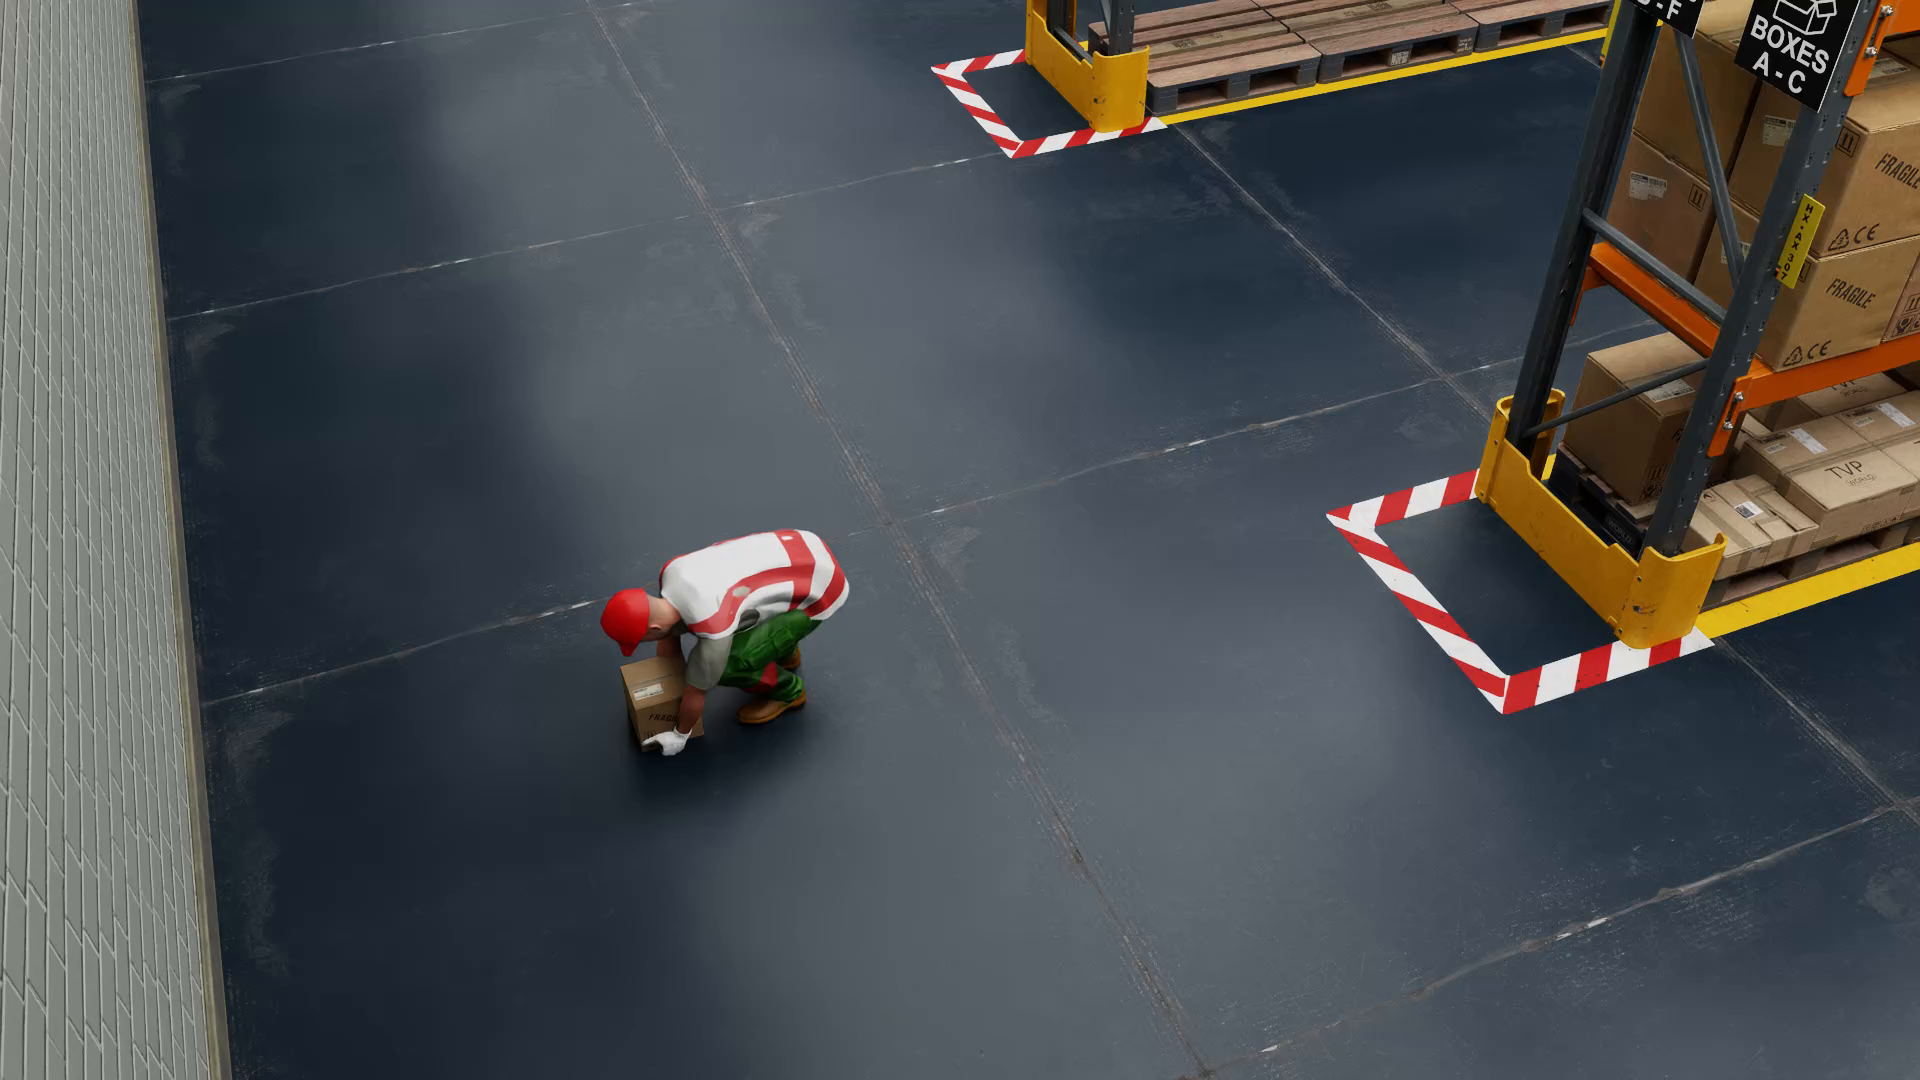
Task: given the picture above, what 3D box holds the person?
[{"bbox_3d":[-0.902,0.372,6.506,0.958,0.799,0.525,-16,44,-18],"label":"person"}]
